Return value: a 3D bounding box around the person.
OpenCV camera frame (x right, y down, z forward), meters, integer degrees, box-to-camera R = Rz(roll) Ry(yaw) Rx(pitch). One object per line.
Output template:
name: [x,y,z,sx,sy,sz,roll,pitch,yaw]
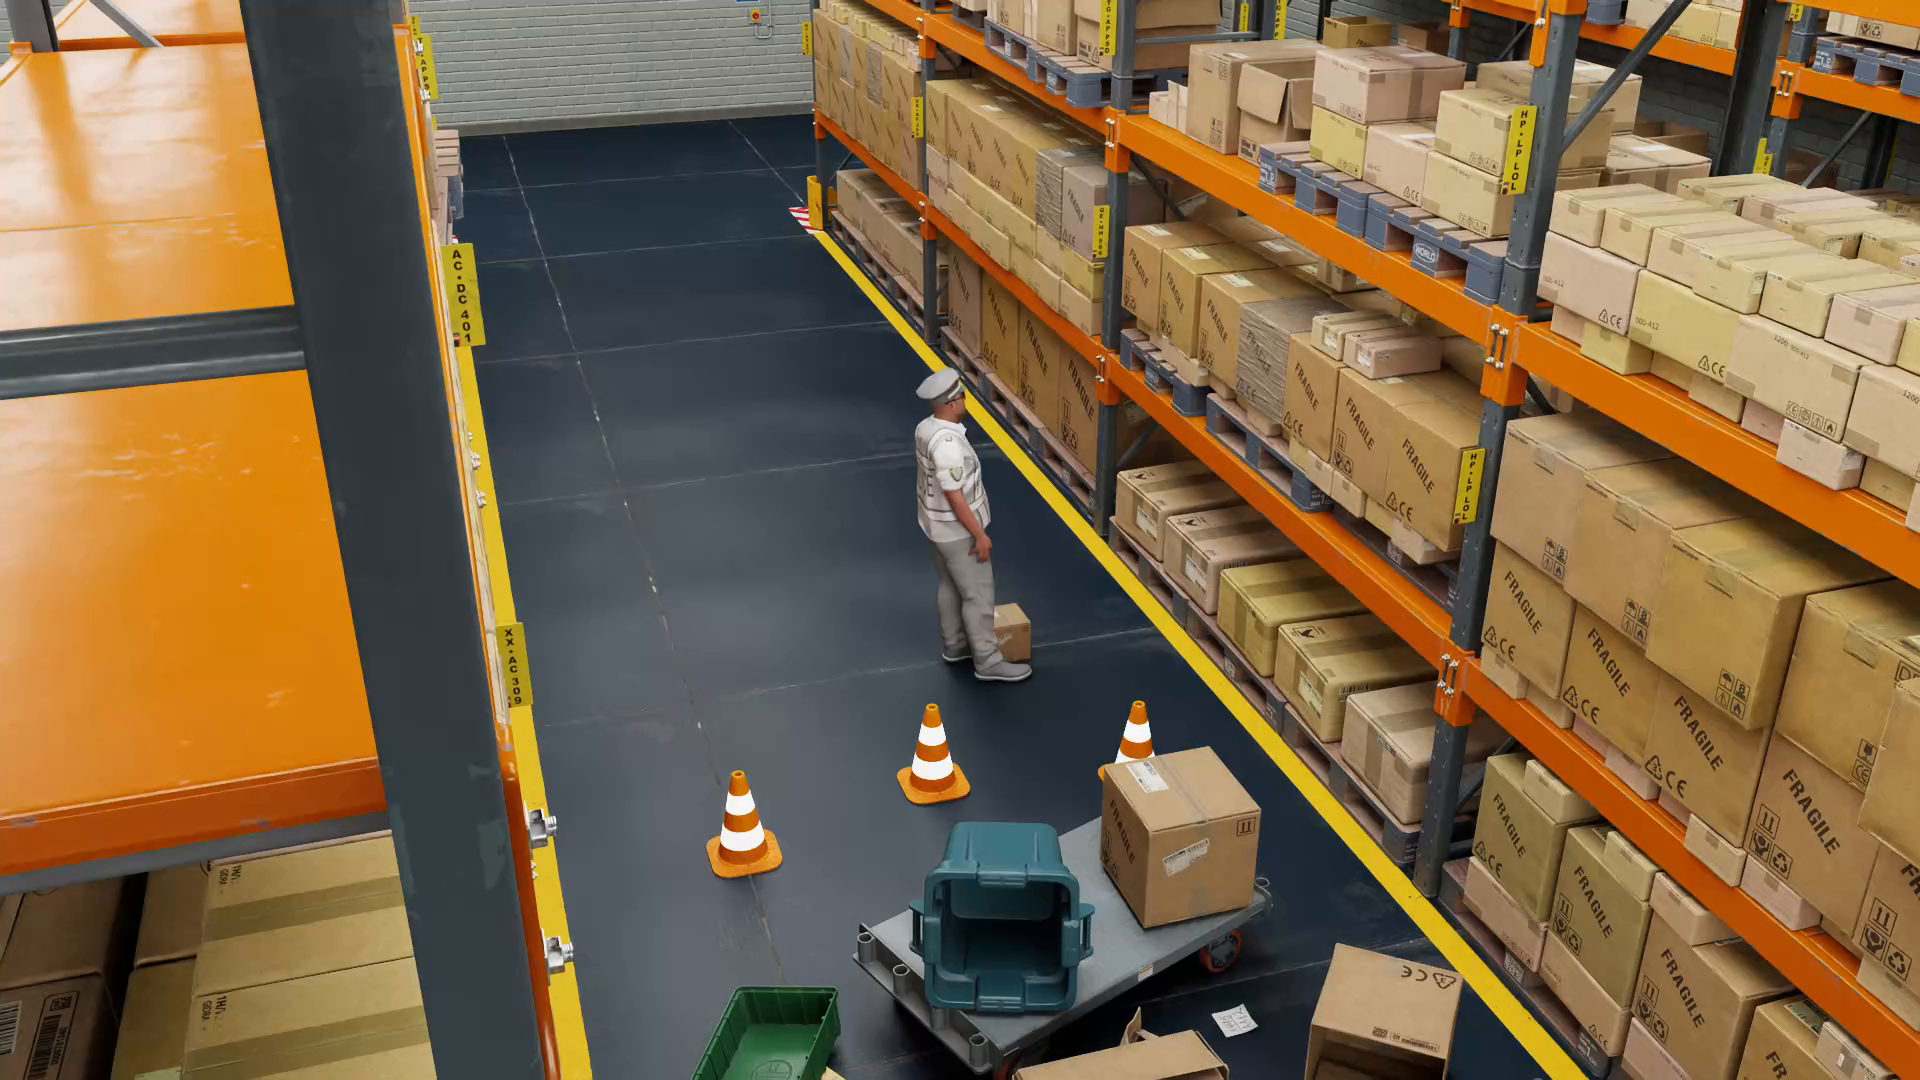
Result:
person: [0.057,-0.101,9.258,0.575,1.779,0.635,-8,27,-16]
